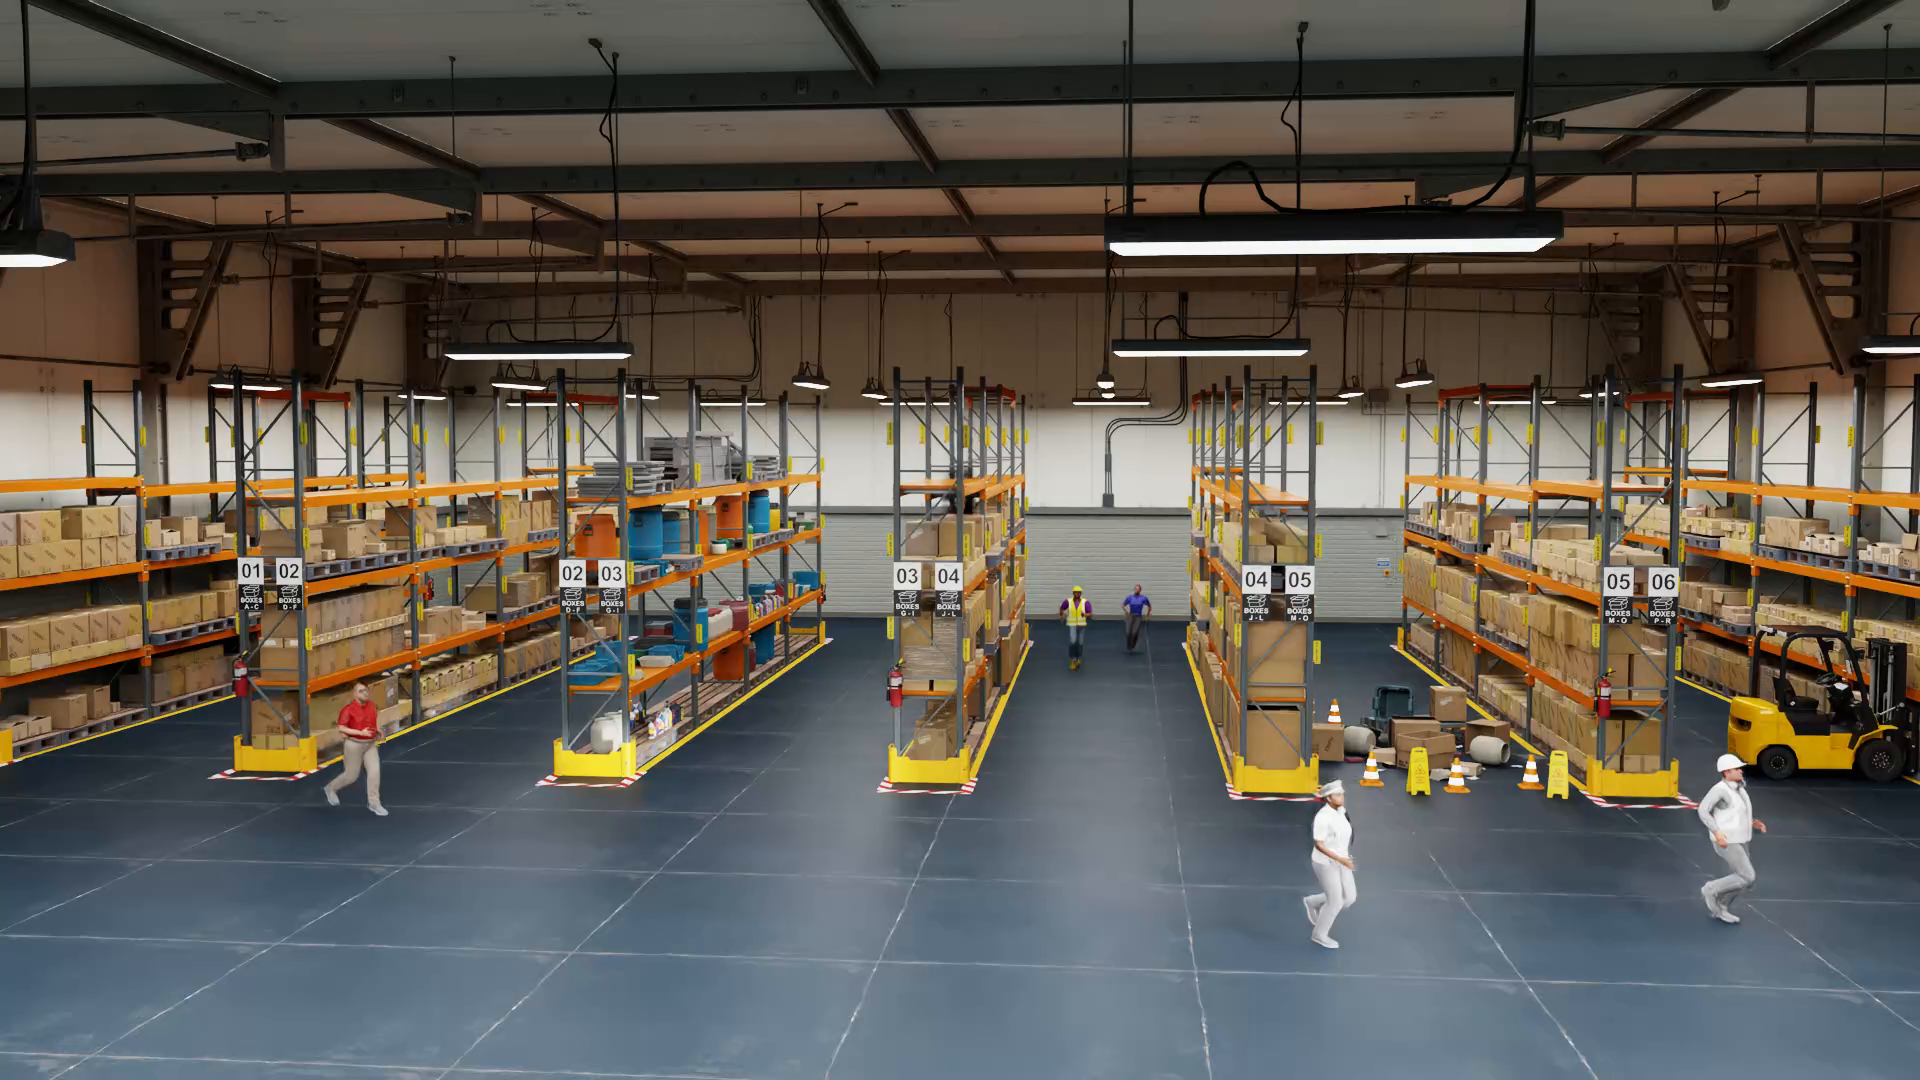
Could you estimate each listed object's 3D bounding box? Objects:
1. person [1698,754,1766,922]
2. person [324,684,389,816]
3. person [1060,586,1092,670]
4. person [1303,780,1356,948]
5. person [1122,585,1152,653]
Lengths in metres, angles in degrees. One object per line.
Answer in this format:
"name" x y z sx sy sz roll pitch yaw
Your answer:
"person" 7.961 3.076 17.074 0.650 1.732 0.566 -3 5 -41
"person" -8.008 2.773 22.140 0.969 1.742 0.672 2 4 32
"person" 2.513 1.898 35.868 0.669 1.820 0.751 0 4 -4
"person" 3.655 3.165 16.364 0.631 1.664 0.589 3 5 41
"person" 4.061 1.831 38.392 0.677 1.578 0.476 1 4 13
